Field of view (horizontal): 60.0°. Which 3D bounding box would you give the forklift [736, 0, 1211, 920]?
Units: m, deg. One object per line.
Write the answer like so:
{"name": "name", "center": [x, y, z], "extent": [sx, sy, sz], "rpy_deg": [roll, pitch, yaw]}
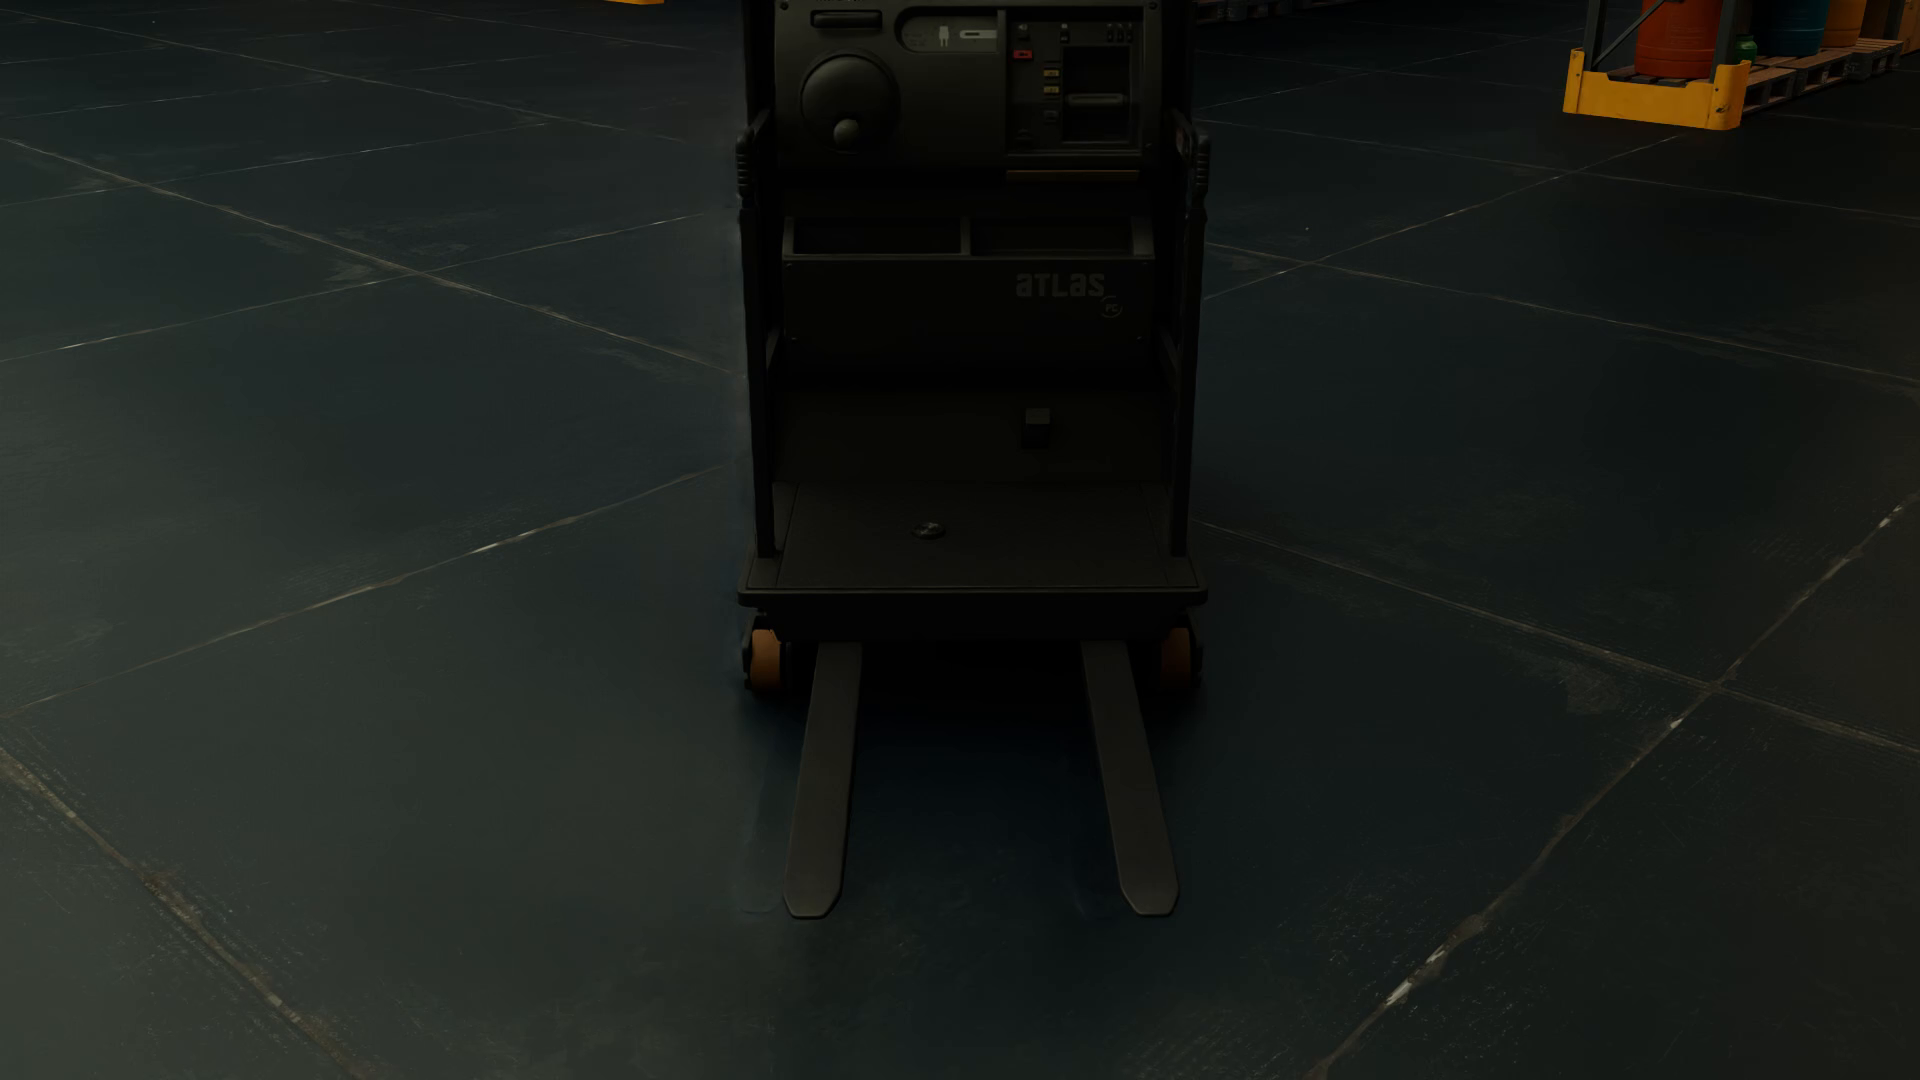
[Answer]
{"name": "forklift", "center": [0.025, -1.087, 3.806], "extent": [1.130, 2.935, 3.031], "rpy_deg": [0, 24, 0]}
